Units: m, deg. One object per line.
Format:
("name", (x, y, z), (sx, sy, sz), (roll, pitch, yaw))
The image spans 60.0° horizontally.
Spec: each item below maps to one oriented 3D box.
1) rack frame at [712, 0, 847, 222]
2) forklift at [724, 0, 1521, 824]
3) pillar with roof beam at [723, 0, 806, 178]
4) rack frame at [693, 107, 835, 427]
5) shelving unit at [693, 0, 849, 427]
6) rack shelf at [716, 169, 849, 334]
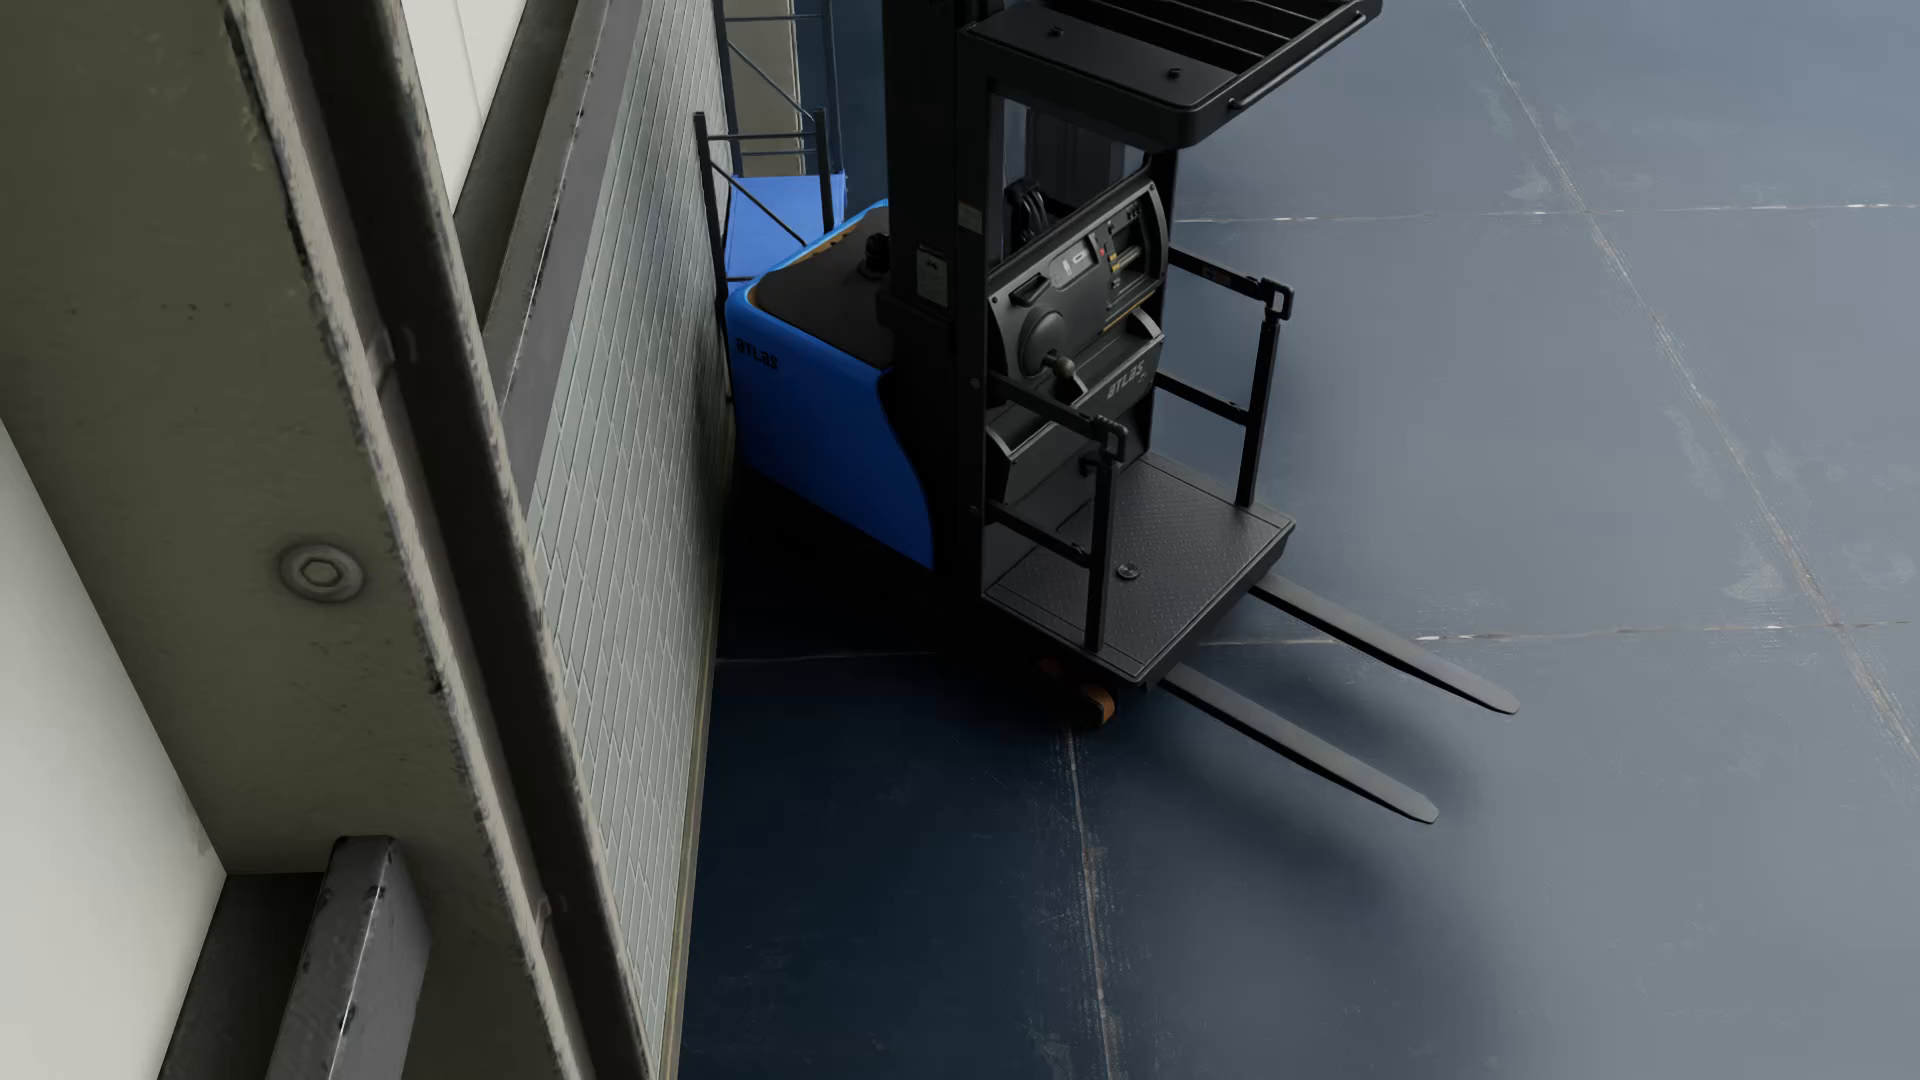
("rack frame", (-0.786, -1.757, 7.549), (0.500, 1.500, 0.032), (-2, 43, -1))
("forklift", (0.571, -0.811, 5.466), (3.031, 2.935, 1.130), (29, 50, 28))
("pillar with roof beam", (3.368, -5.019, 5.566), (9.100, 9.000, 0.400), (-2, 43, -2))
("rack frame", (-0.747, -1.070, 6.801), (0.500, 1.500, 0.032), (-2, 43, -1))
("shelving unit", (-0.767, -1.413, 7.175), (0.538, 1.500, 1.048), (-2, 43, -1))
("rack shelf", (-0.763, -1.281, 7.297), (0.538, 0.185, 1.000), (-2, 43, -1))
